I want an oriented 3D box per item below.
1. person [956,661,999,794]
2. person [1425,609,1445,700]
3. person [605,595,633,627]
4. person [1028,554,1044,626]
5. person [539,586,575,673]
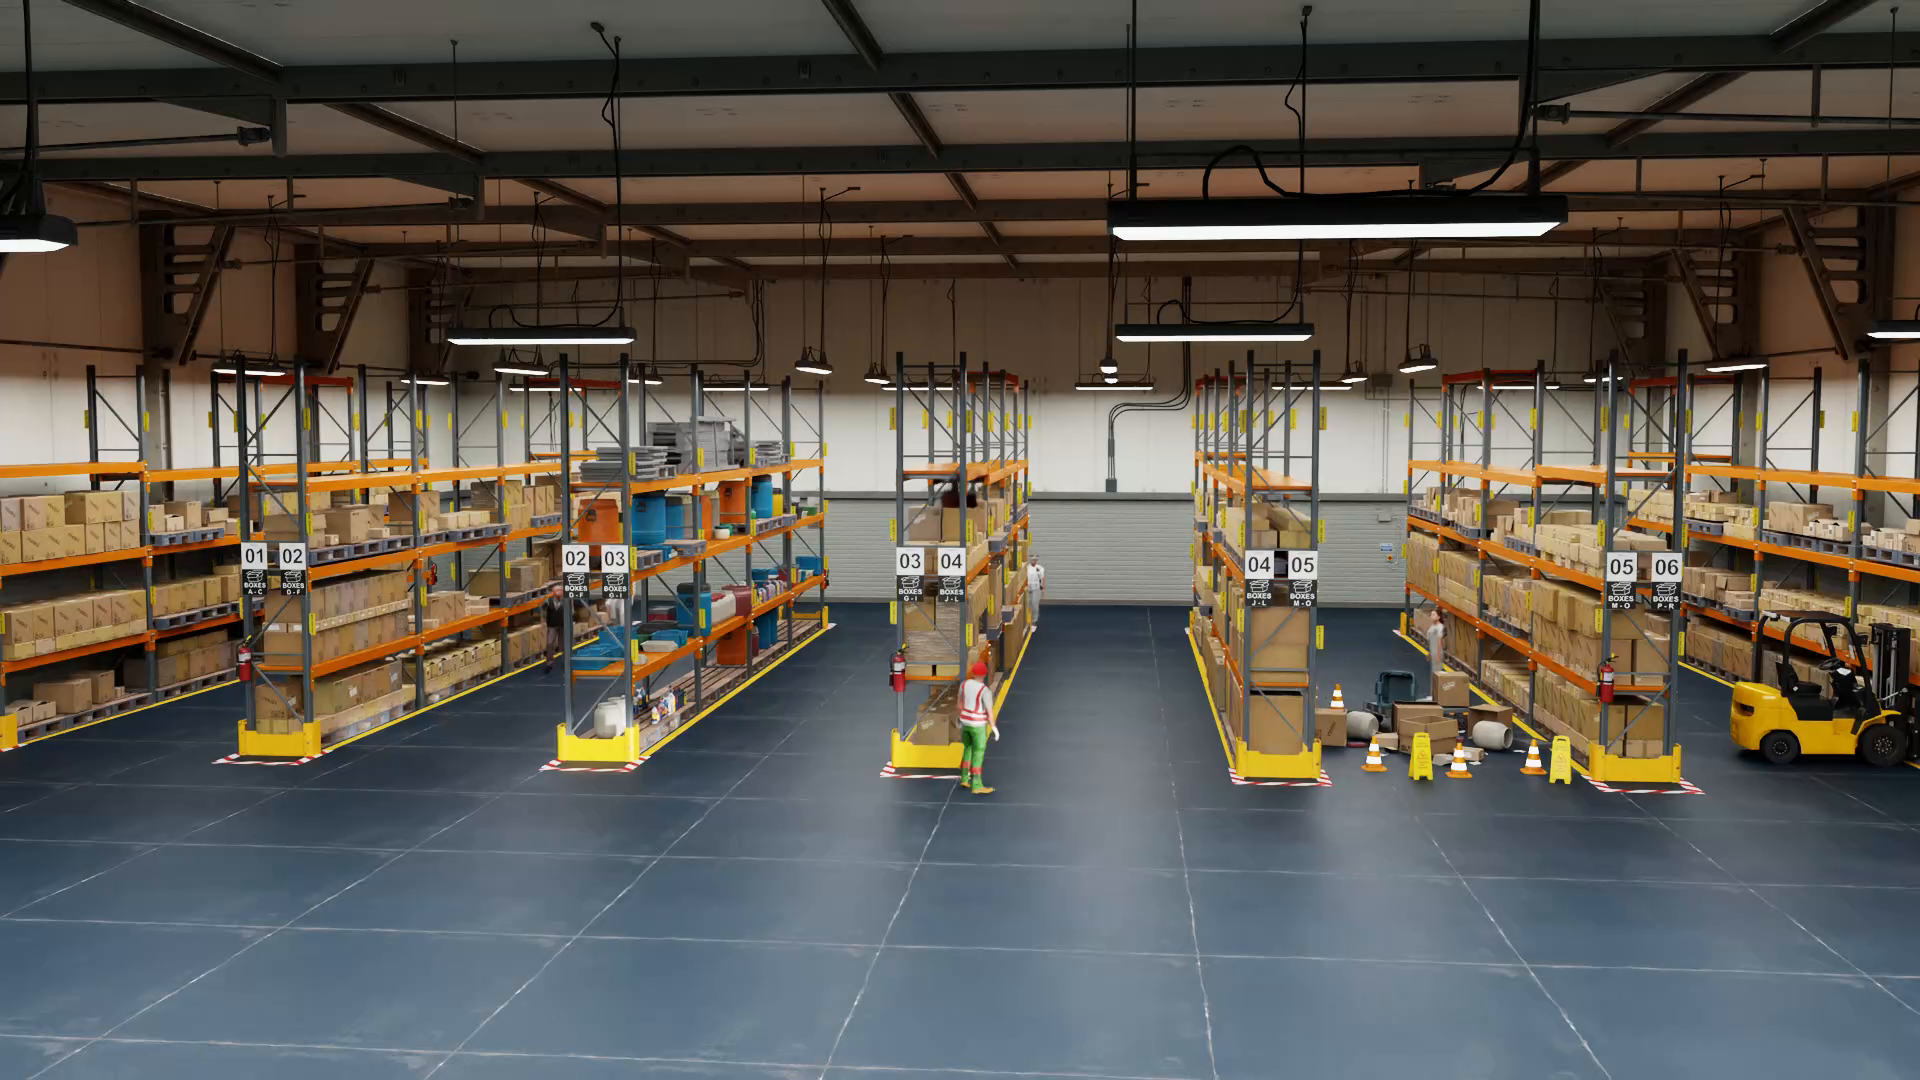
[{"bbox_3d":[0.206,2.533,22.561,0.432,1.824,0.700,-3,5,-39],"label":"person"},{"bbox_3d":[8.483,2.062,29.663,0.333,1.673,0.494,1,4,13],"label":"person"},{"bbox_3d":[-7.611,1.530,37.030,0.555,1.636,1.048,0,4,4],"label":"person"},{"bbox_3d":[1.804,1.221,41.039,0.545,1.768,0.651,2,4,24],"label":"person"},{"bbox_3d":[-8.098,1.756,33.259,0.716,1.696,0.994,0,4,5],"label":"person"}]
